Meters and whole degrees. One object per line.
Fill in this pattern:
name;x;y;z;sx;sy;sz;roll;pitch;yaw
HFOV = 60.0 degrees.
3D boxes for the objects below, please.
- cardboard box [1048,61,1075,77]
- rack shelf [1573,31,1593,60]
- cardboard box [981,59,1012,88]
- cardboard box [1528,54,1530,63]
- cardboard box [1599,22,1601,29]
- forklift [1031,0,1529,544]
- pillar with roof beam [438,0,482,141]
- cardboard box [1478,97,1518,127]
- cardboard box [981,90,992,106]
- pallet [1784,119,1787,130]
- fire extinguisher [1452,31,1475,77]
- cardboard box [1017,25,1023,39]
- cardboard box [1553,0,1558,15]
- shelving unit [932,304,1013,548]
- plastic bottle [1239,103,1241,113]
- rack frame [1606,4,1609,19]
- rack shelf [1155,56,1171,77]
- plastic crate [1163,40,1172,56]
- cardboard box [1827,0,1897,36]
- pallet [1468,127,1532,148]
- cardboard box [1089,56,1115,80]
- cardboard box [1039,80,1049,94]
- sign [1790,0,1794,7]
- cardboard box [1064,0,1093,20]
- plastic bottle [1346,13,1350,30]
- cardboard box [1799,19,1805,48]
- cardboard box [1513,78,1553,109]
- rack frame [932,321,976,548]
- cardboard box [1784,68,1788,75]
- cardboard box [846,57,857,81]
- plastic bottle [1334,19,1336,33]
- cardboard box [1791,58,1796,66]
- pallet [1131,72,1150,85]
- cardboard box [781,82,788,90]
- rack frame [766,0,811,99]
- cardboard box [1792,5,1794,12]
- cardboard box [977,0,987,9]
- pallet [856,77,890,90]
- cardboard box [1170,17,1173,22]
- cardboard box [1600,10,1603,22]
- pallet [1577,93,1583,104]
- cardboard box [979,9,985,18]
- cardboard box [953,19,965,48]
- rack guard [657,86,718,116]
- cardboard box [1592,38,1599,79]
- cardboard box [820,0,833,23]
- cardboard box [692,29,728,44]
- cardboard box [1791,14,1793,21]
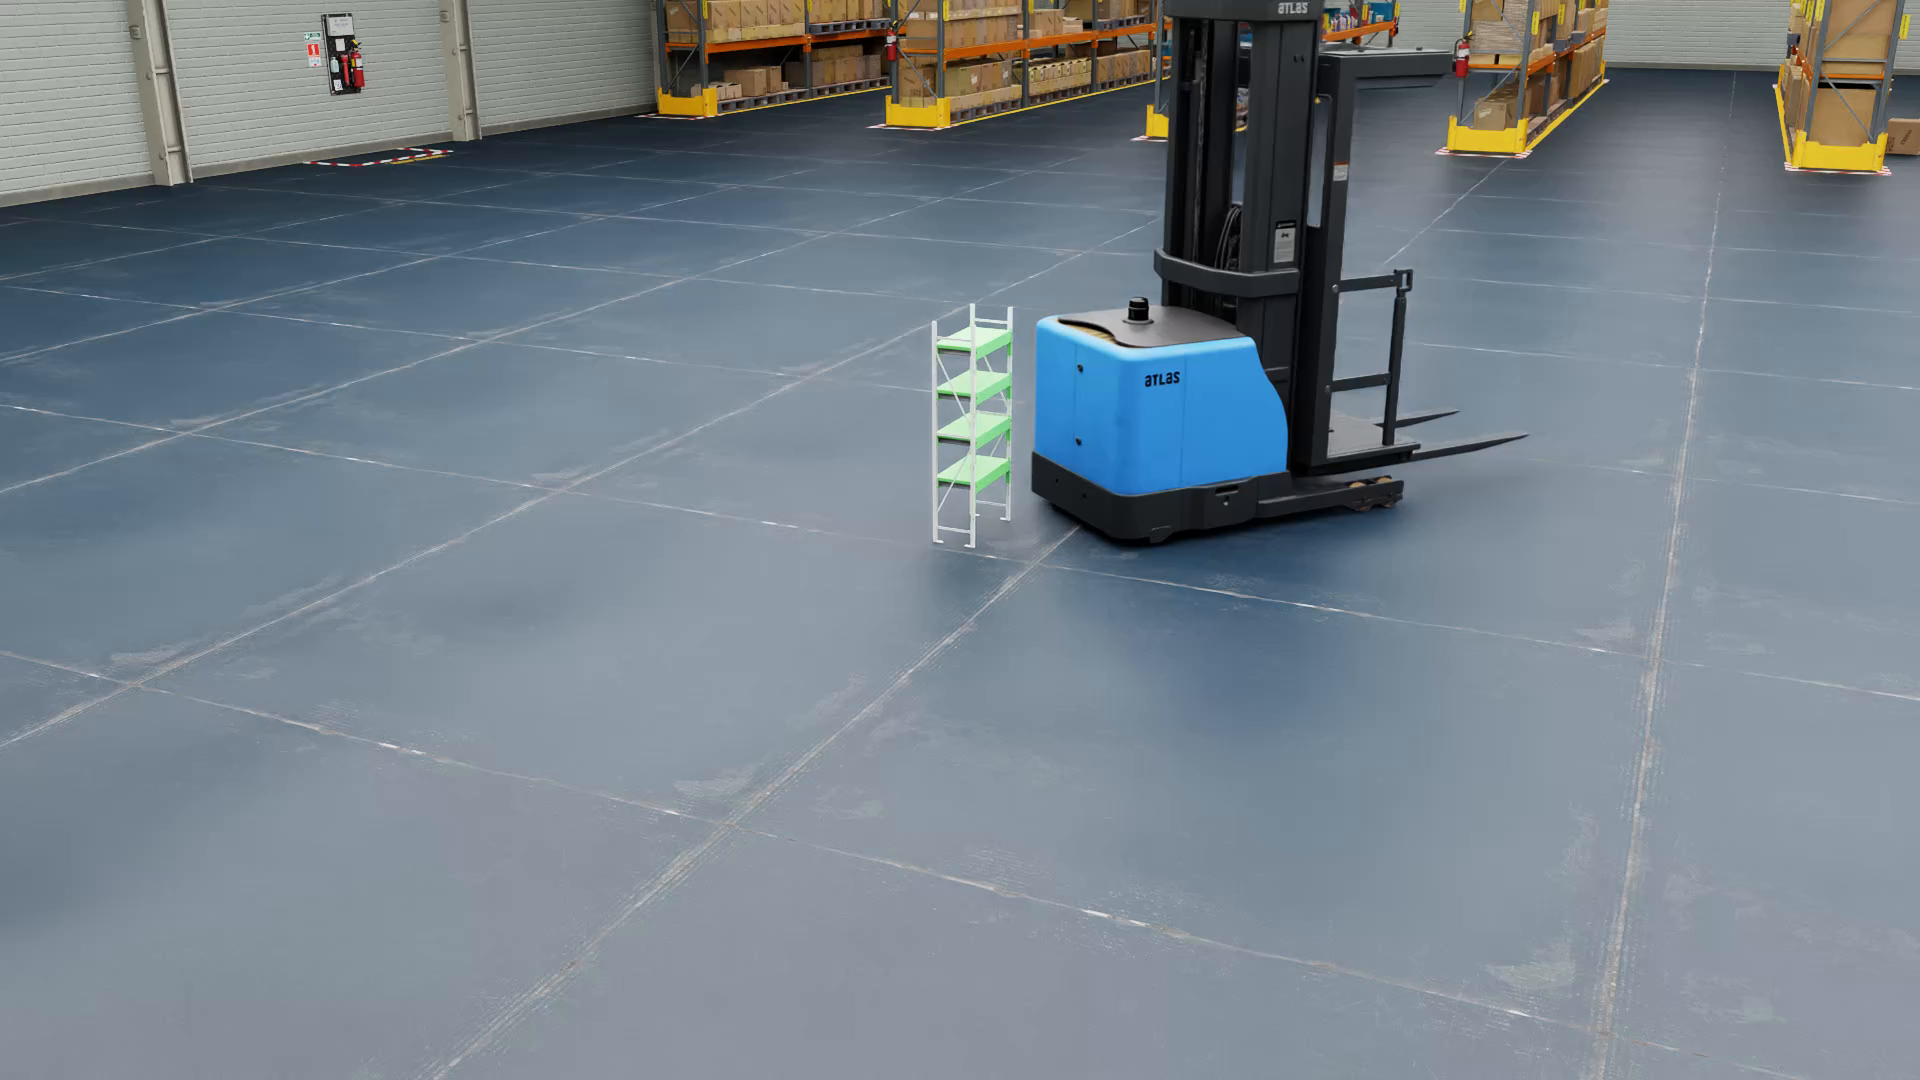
cardboard box;2.120;-10.024;35.318;0.500;0.311;0.500;8;21;22
rack shelf;12.381;-10.277;34.463;1.077;0.370;4.000;9;21;23
cardboard box;0.682;-9.075;32.367;0.500;0.500;0.500;9;21;23
cardboard box;8.740;-7.569;26.150;0.380;0.149;0.250;9;21;23
cardboard box;14.261;-11.631;37.571;0.380;0.149;0.250;8;21;21
forklift;1.961;-1.687;9.339;3.031;2.935;1.130;-10;22;-25
pillar with roof beam;-4.303;-10.332;24.592;9.100;9.000;0.400;9;21;23
cardboard box;8.771;-6.955;27.153;0.500;0.500;0.500;15;25;37
cardboard box;0.288;-8.413;31.627;0.500;0.250;0.500;9;21;23
pallet;15.153;-7.377;29.397;1.003;0.211;1.213;9;21;23
fire extinguisher;7.819;-7.551;25.840;0.296;0.674;0.183;9;21;23
cardboard box;1.050;-10.228;33.476;0.500;0.250;0.500;10;22;26
cardboard box;9.787;-9.112;28.028;0.500;0.500;0.500;9;21;23
shelving unit;0.068;-0.616;8.910;0.258;1.200;0.503;9;21;23
plastic bottle;5.016;-7.805;29.957;0.097;0.201;0.097;0;20;0
rack frame;14.838;-12.450;39.500;1.000;3.000;0.127;9;21;23
rack shelf;4.586;-8.511;29.498;1.077;0.370;4.000;9;21;23
plastic crate;3.699;-8.363;28.229;0.499;0.251;0.616;9;21;23
cardboard box;12.957;-7.535;23.845;0.875;0.550;0.550;9;21;23
pallet;8.682;-6.512;26.964;1.003;0.211;1.213;9;21;23
cardboard box;3.182;-10.655;37.527;0.500;0.500;0.500;8;21;21
cardboard box;1.490;-9.290;34.091;0.500;0.250;0.500;9;22;24
sign;18.826;-12.221;37.564;0.100;0.325;0.005;9;21;23
cardboard box;2.681;-11.818;36.947;0.700;0.500;0.500;2;20;4
plastic bottle;8.603;-11.558;37.065;0.144;0.351;0.185;9;21;23
cardboard box;15.410;-9.084;29.887;0.500;0.500;0.500;8;21;22
cardboard box;10.636;-8.310;30.934;0.700;0.500;0.500;7;21;18
rack frame;-0.032;-0.541;8.700;0.240;1.200;0.015;9;21;23
cardboard box;18.486;-10.382;36.869;0.380;0.149;0.250;9;22;24
cardboard box;-2.737;-10.549;37.227;0.700;0.500;0.500;8;21;22
plastic bottle;8.061;-11.096;35.885;0.097;0.271;0.097;0;20;0
cardboard box;16.711;-9.381;32.856;0.500;0.250;0.500;9;22;25
pallet;3.865;-11.020;39.641;1.003;0.211;1.213;9;21;23
cardboard box;-3.825;-9.525;34.848;0.380;0.166;0.250;6;20;16
rack frame;-3.633;-10.821;34.919;1.000;3.000;0.127;9;21;23
cardboard box;16.678;-10.500;32.877;0.380;0.149;0.250;8;21;22
cardboard box;0.095;-10.204;31.099;0.700;0.500;0.500;9;21;23
pallet;-2.316;-10.491;38.153;1.003;0.211;1.213;9;21;23
cardboard box;5.035;-13.063;41.074;0.500;0.500;0.500;8;21;22
cardboard box;14.256;-11.865;37.634;0.500;0.250;0.500;9;21;23
pallet;12.455;-9.293;34.785;1.003;0.211;1.213;9;21;23
cardboard box;0.237;-9.832;31.022;0.380;0.149;0.250;9;21;23
cardboard box;-0.337;-9.269;30.405;0.700;0.500;0.500;9;22;24
rack guard;-5.240;-8.443;31.965;1.175;0.500;0.348;9;21;23
cardboard box;13.912;-10.890;37.658;0.875;0.875;0.875;9;21;23
cardboard box;-3.158;-11.396;35.730;0.700;0.500;0.500;11;22;28
cardboard box;-4.781;-9.642;31.799;0.500;0.250;0.500;8;21;21
cardboard box;16.464;-10.200;32.477;0.380;0.149;0.250;8;21;22
